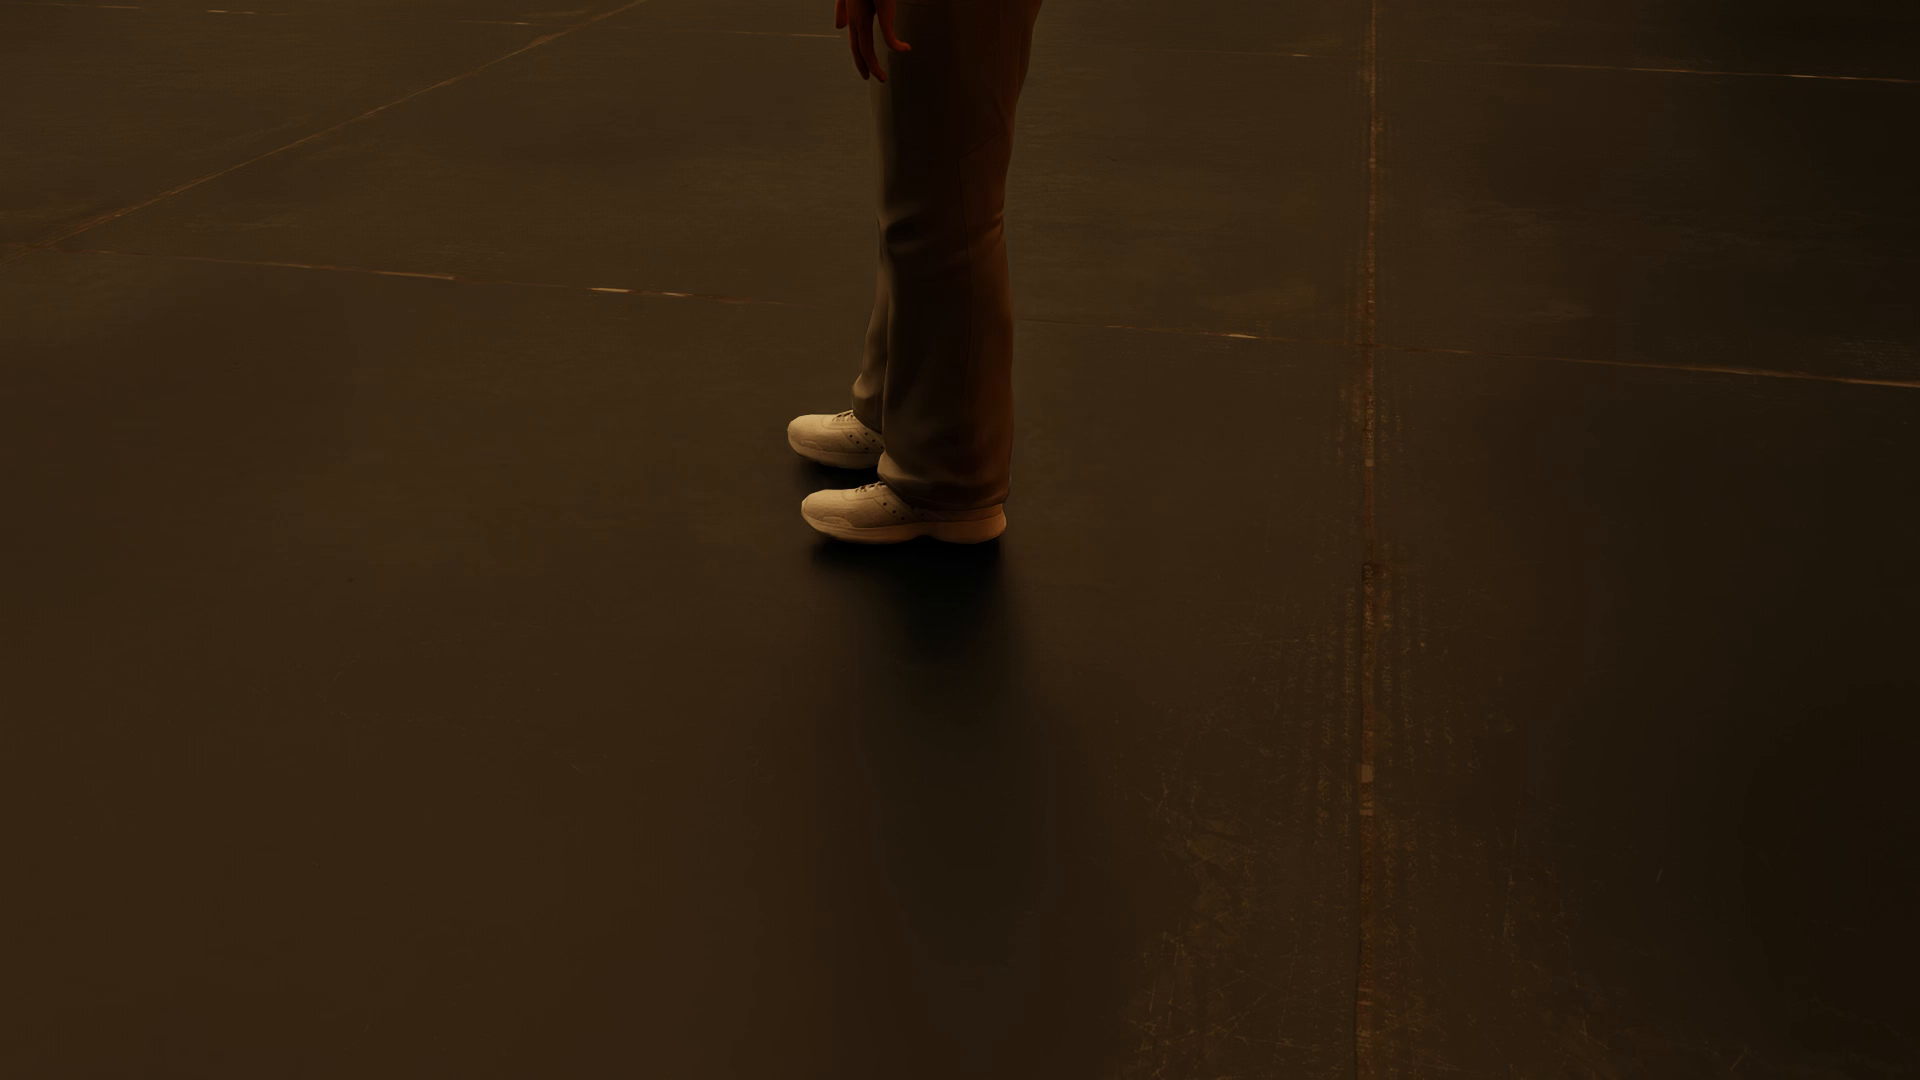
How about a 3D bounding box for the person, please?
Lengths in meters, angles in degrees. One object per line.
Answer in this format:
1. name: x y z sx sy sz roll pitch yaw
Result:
1. person: -0.069 -0.768 2.146 0.548 1.673 0.549 6 27 11
